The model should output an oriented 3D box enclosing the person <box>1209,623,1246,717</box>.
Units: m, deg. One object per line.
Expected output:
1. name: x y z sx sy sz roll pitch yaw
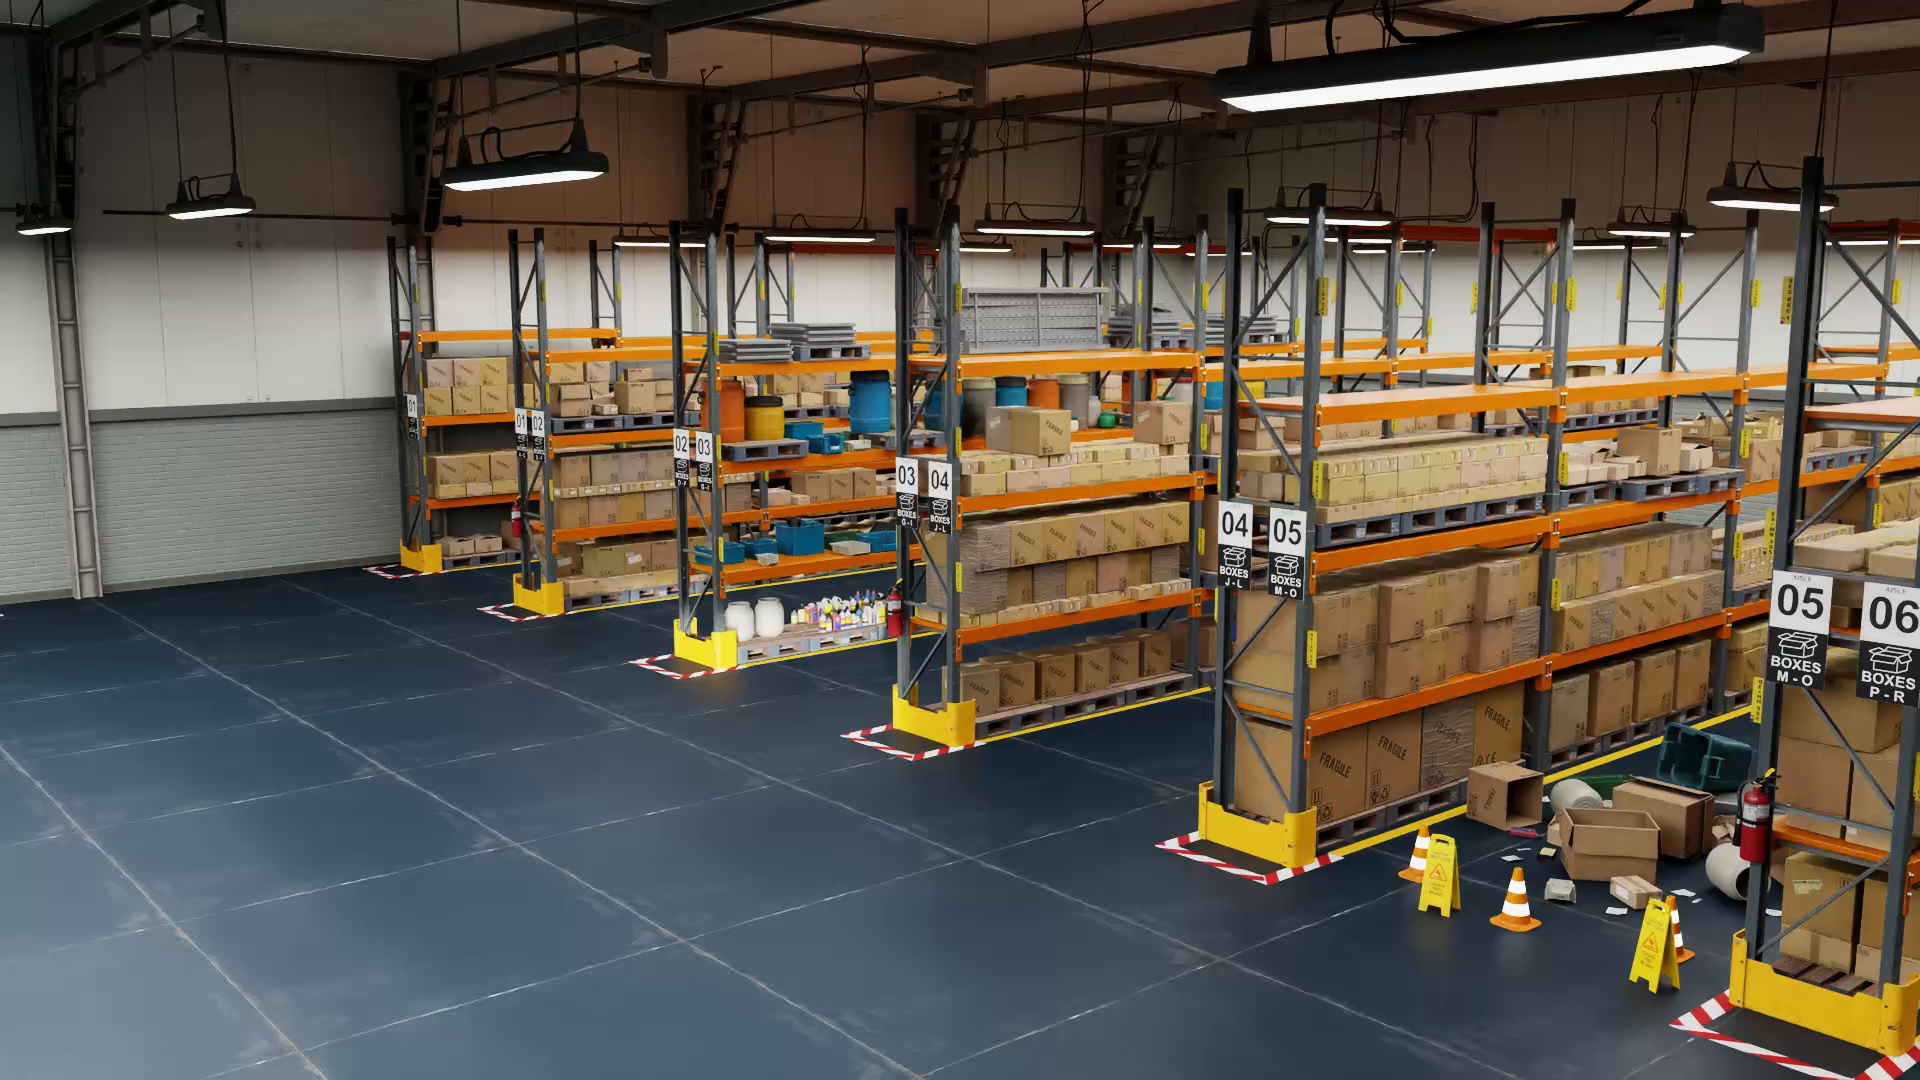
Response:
1. person: 3.204 1.466 19.608 0.979 1.401 0.575 -8 12 -42
